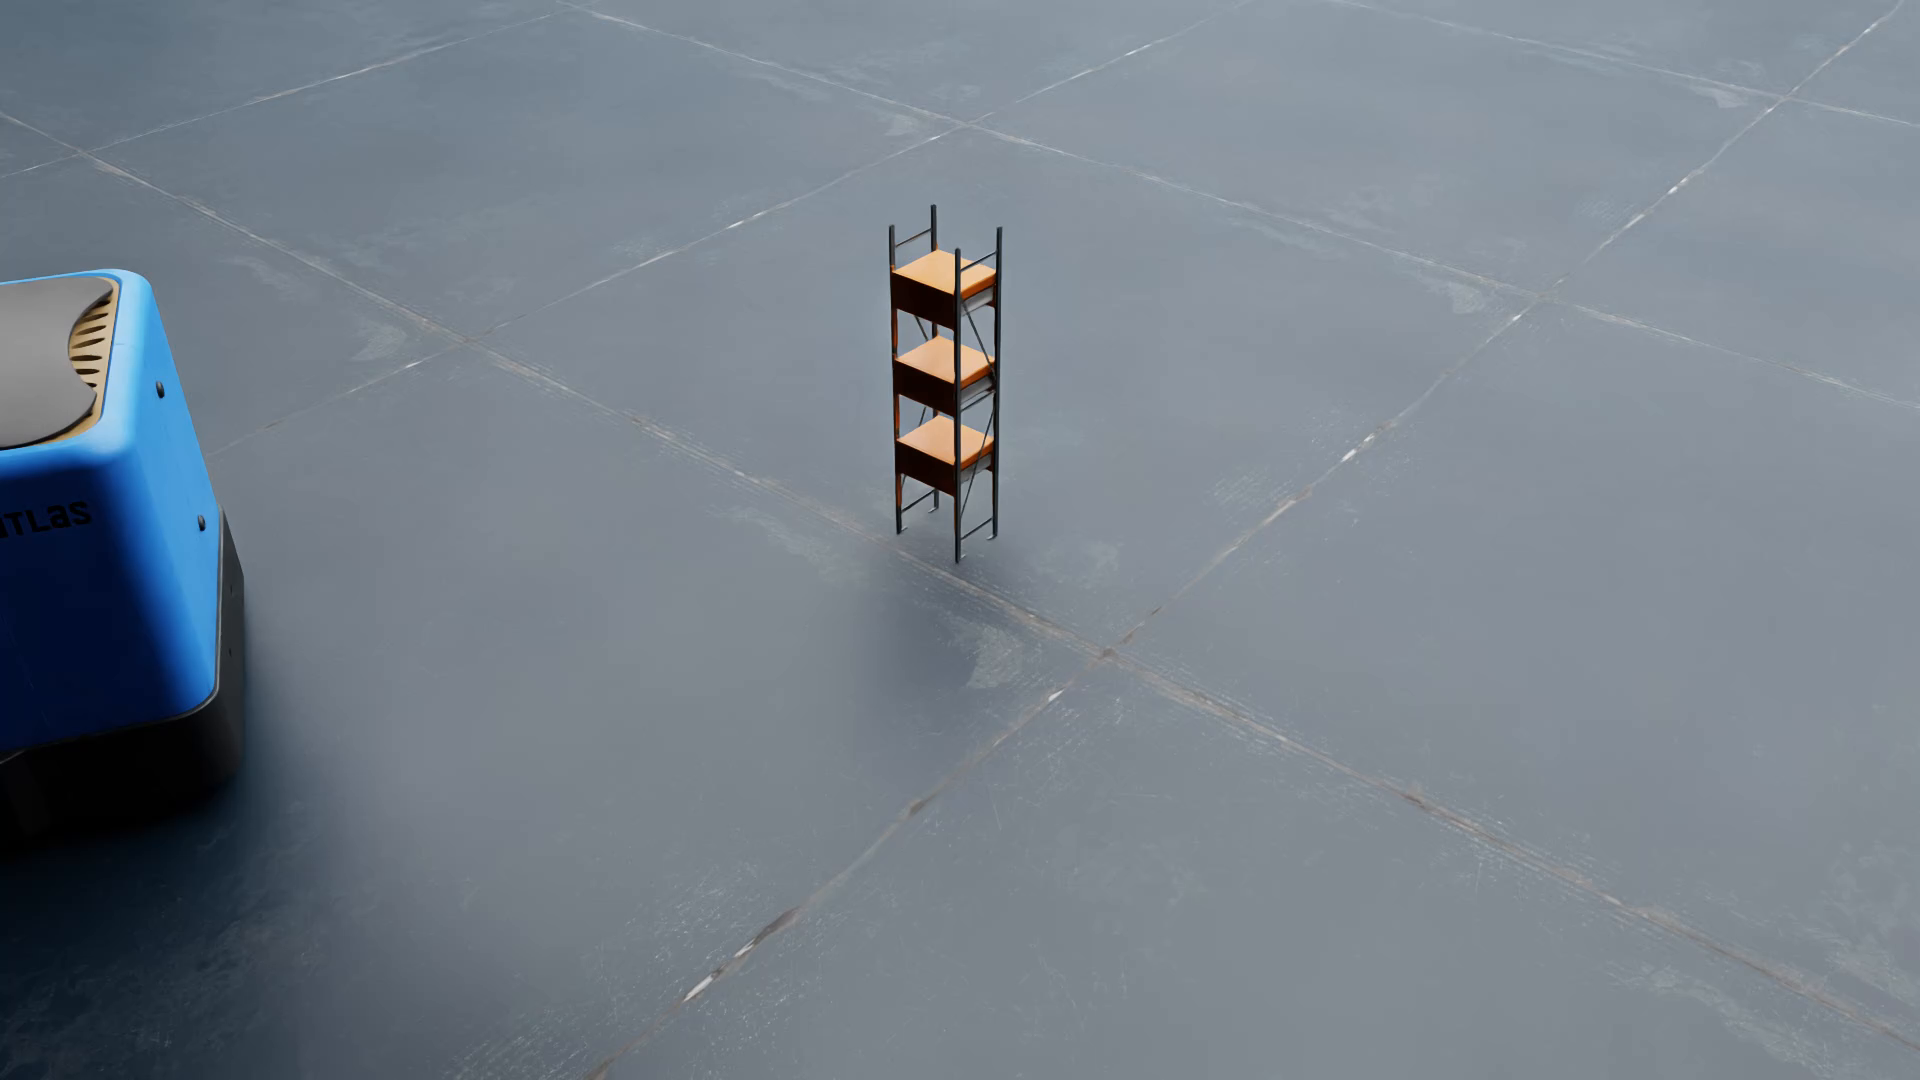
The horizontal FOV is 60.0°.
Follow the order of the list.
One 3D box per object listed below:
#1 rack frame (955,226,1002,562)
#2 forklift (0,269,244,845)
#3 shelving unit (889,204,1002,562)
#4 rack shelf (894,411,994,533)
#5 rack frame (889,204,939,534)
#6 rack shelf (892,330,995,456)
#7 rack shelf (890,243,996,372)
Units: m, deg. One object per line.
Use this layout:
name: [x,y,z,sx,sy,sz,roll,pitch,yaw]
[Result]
rack frame: [0.053,-0.408,4.917,0.008,1.050,0.200,25,42,32]
forklift: [-3.426,-0.528,3.429,3.031,2.935,1.130,-11,36,-16]
shelving unit: [-0.041,-0.452,4.981,0.252,1.050,0.215,25,42,32]
rack shelf: [-0.041,-0.214,5.144,0.240,0.259,0.215,25,42,32]
rack frame: [-0.135,-0.496,5.045,0.008,1.050,0.200,25,42,32]
rack shelf: [-0.041,-0.443,4.987,0.240,0.259,0.215,25,42,32]
rack shelf: [-0.041,-0.677,4.826,0.240,0.259,0.215,25,42,32]
